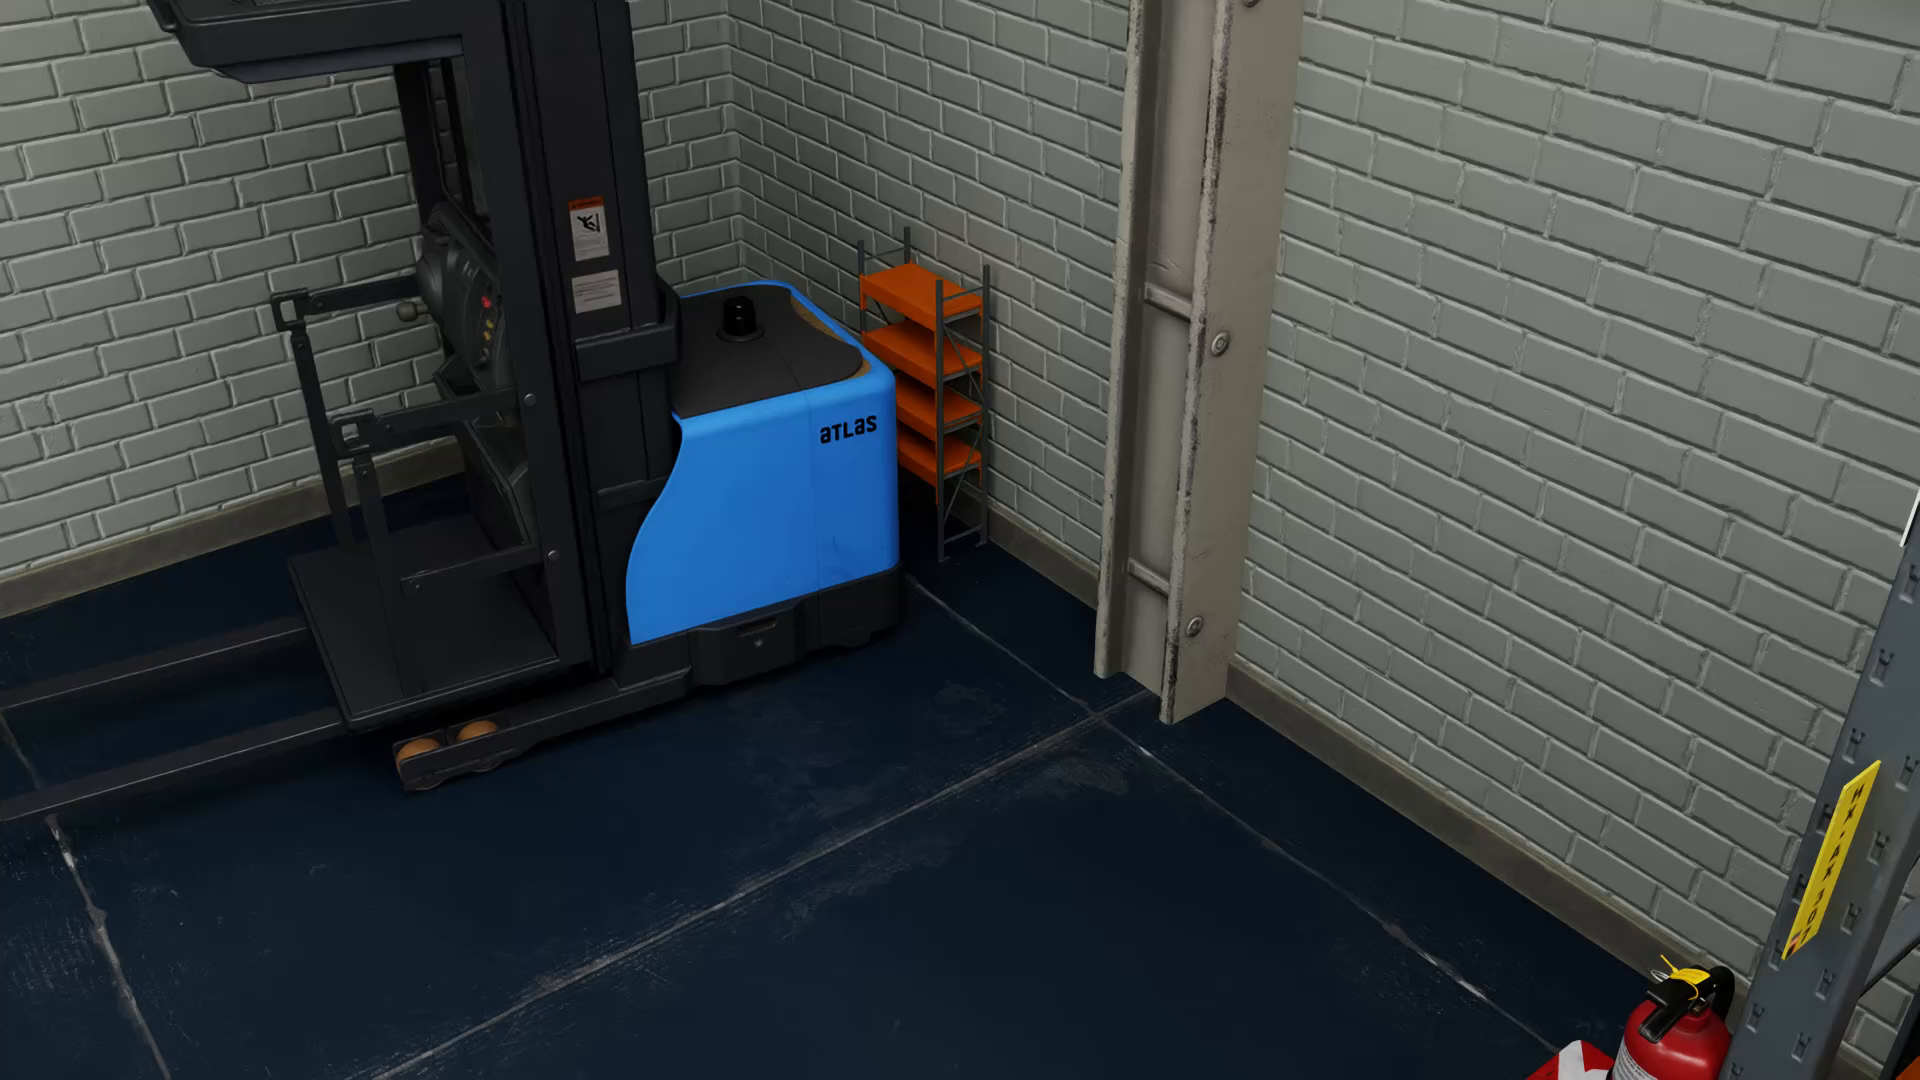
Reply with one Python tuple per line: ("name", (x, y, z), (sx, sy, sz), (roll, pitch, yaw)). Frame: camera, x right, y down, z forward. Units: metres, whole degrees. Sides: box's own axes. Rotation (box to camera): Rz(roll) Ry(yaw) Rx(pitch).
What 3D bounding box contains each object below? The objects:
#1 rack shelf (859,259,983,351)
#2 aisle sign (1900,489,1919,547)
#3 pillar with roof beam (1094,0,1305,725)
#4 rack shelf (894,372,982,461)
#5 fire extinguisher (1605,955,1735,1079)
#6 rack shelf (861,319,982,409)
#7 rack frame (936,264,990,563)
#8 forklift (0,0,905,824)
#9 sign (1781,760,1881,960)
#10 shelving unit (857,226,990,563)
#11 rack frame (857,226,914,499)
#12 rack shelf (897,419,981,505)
("rack shelf", (-0.140, -0.896, 6.310), (0.258, 0.148, 0.480), (-23, 38, -32))
("aisle sign", (1.387, -0.390, 2.071), (0.394, 0.787, 0.004), (-22, 38, -31))
("pillar with roof beam", (-2.681, -1.923, 1.317), (9.100, 9.000, 0.400), (-22, 38, -31))
("rack shelf", (-0.141, -0.505, 6.552), (0.258, 0.148, 0.480), (-23, 38, -32))
("fire extinguisher", (1.205, 0.927, 2.840), (0.296, 0.674, 0.183), (-22, 38, -31))
("rack shelf", (-0.141, -0.695, 6.435), (0.258, 0.148, 0.480), (-23, 38, -32))
("rack frame", (0.010, -0.461, 6.354), (0.240, 1.200, 0.015), (-23, 38, -32))
("forklift", (-1.746, -0.747, 5.175), (3.031, 2.935, 1.130), (-16, 35, -24))
("sign", (1.232, 0.456, 2.352), (0.100, 0.325, 0.005), (-22, 38, -31))
("shelving unit", (-0.141, -0.562, 6.517), (0.258, 1.200, 0.503), (-23, 38, -32))
("rack frame", (-0.292, -0.663, 6.680), (0.240, 1.200, 0.015), (-23, 38, -32))
("rack shelf", (-0.141, -0.336, 6.657), (0.258, 0.148, 0.480), (-23, 38, -32))
